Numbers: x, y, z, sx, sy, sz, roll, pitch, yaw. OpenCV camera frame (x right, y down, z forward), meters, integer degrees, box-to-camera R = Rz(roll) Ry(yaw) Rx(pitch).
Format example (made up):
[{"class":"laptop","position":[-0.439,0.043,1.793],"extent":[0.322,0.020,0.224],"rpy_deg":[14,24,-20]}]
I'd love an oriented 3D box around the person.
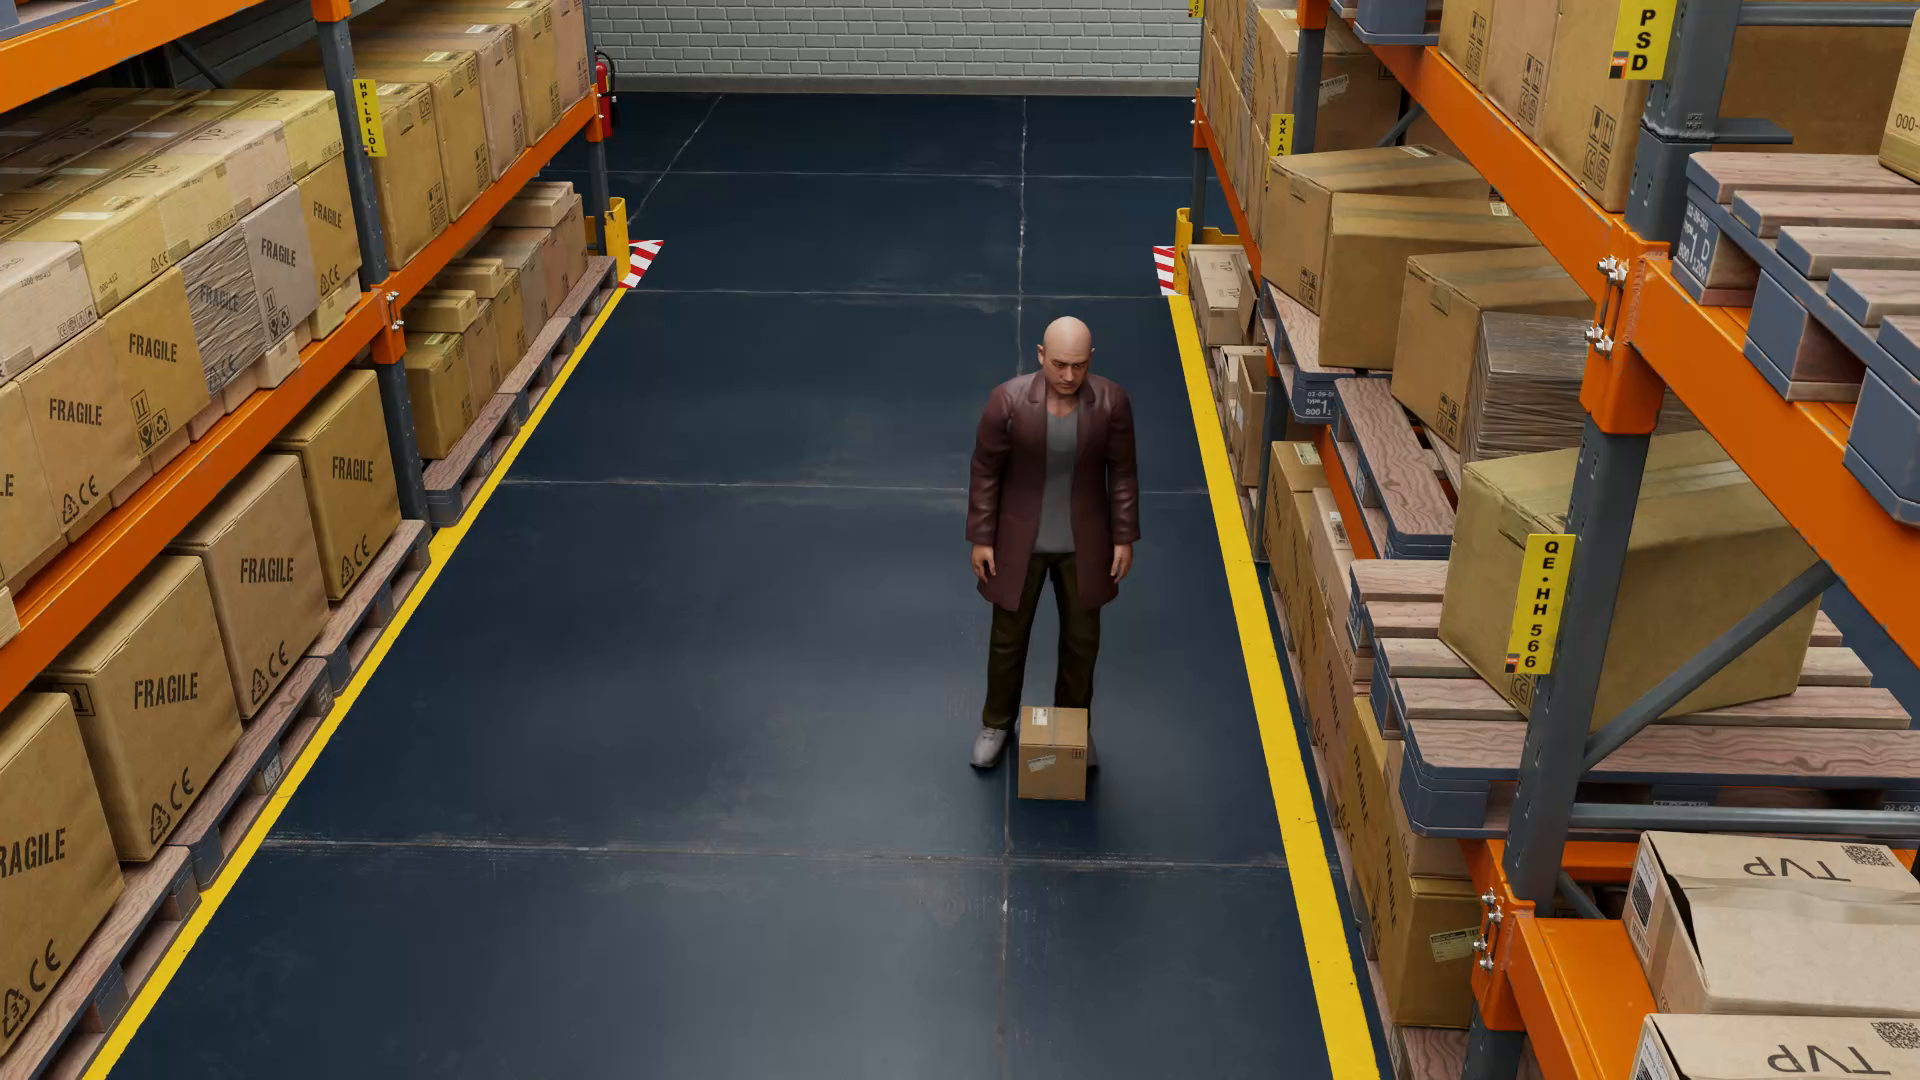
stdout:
[{"class":"person","position":[0.342,0.011,6.117],"extent":[0.648,1.772,0.433],"rpy_deg":[-1,28,-1]}]
